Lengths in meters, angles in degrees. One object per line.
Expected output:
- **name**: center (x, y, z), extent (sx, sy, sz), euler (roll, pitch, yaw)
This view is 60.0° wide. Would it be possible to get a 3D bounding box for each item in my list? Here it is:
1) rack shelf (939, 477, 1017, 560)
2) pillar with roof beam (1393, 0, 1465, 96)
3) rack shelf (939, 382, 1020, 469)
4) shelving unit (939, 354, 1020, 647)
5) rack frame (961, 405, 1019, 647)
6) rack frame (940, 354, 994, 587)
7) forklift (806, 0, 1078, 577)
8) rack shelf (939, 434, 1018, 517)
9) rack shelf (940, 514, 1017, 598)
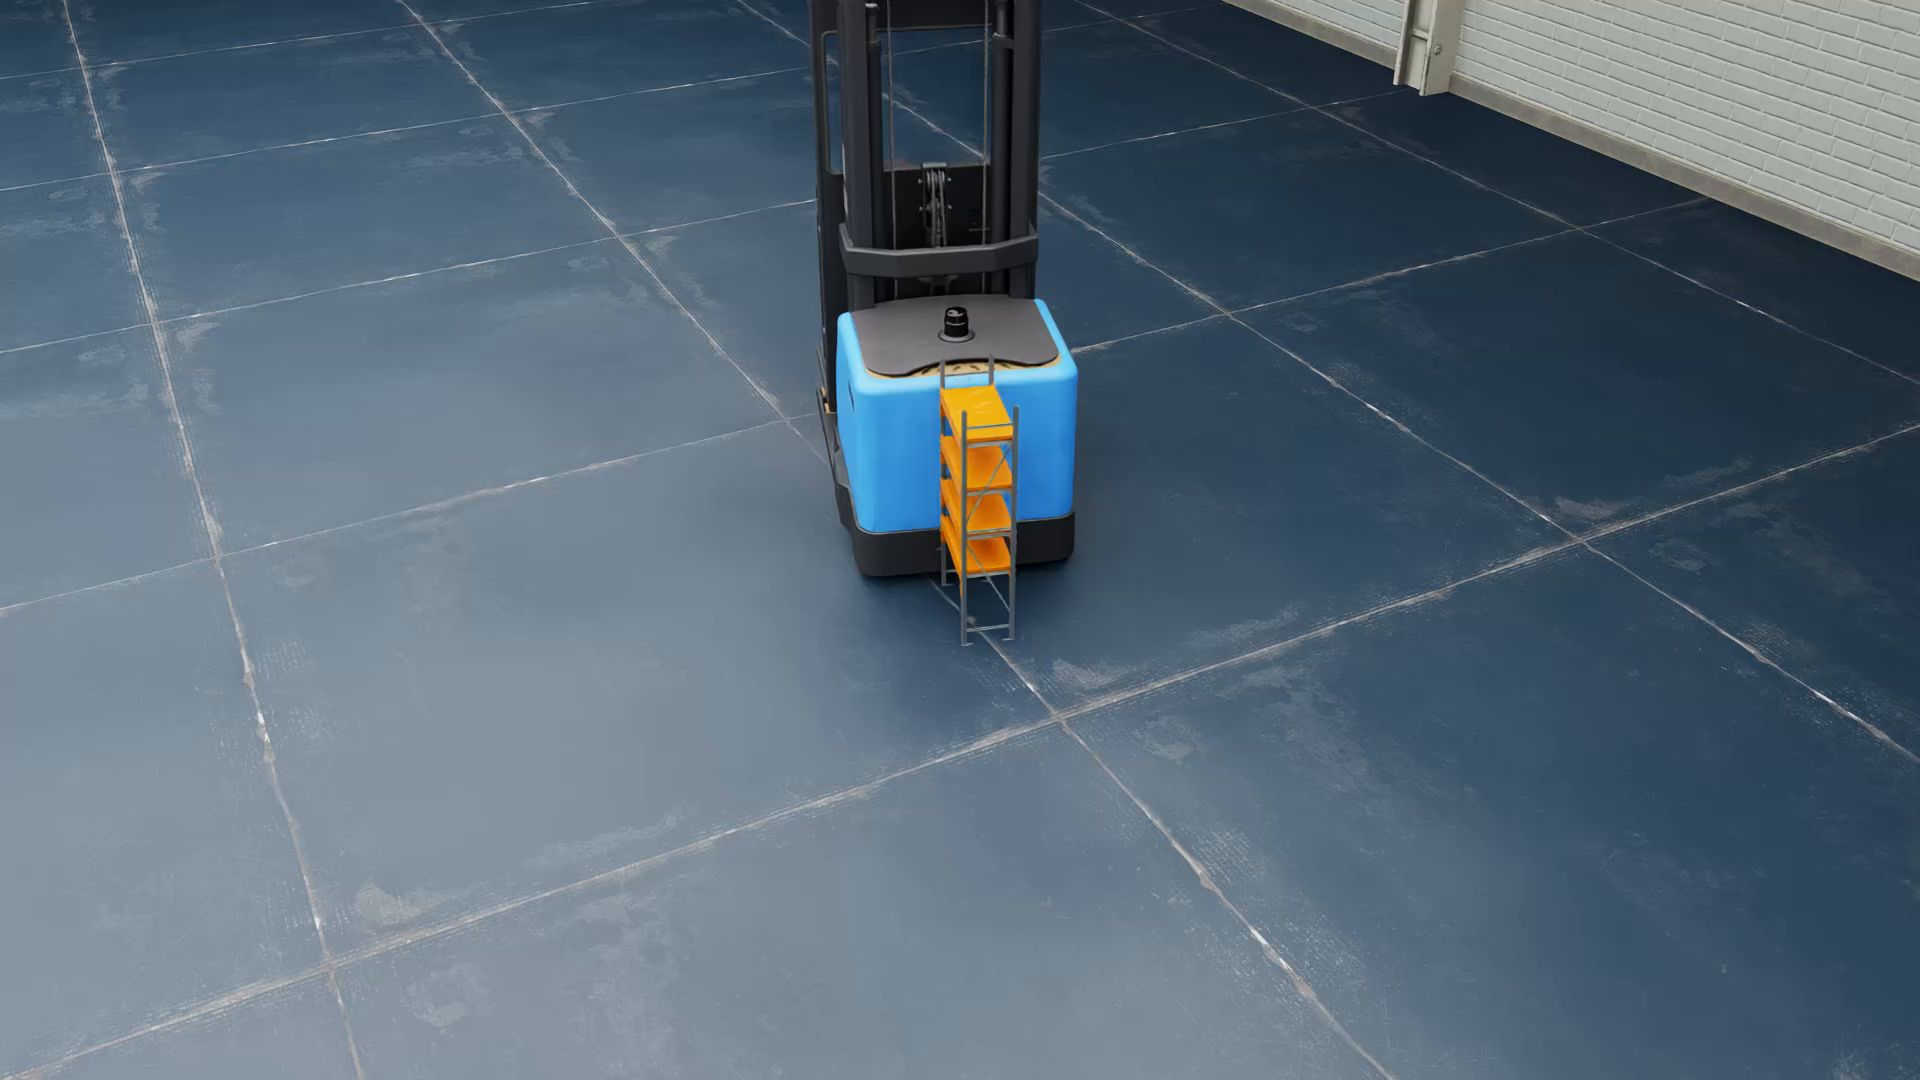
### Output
- **rack shelf**: center (0.078, -0.111, 7.436), extent (0.258, 0.148, 0.480), euler (-6, 33, -9)
- **pillar with roof beam**: center (0.175, -6.616, 10.234), extent (9.100, 9.000, 0.400), euler (-16, 36, -23)
- **rack shelf**: center (0.078, -0.499, 7.188), extent (0.258, 0.148, 0.480), euler (-6, 33, -9)
- **shelving unit**: center (0.078, -0.168, 7.400), extent (0.258, 1.200, 0.503), euler (-6, 33, -9)
- **rack frame**: center (0.125, -0.039, 7.198), extent (0.240, 1.200, 0.015), euler (-6, 33, -9)
- **rack frame**: center (0.031, -0.297, 7.601), extent (0.240, 1.200, 0.015), euler (-6, 33, -9)
- **forklift**: center (-0.200, -1.844, 8.411), extent (1.130, 2.935, 3.031), euler (-5, 33, -8)
- **rack shelf**: center (0.078, -0.299, 7.315), extent (0.258, 0.148, 0.480), euler (-6, 33, -9)
- **rack shelf**: center (0.078, 0.056, 7.543), extent (0.258, 0.148, 0.480), euler (-6, 33, -9)
